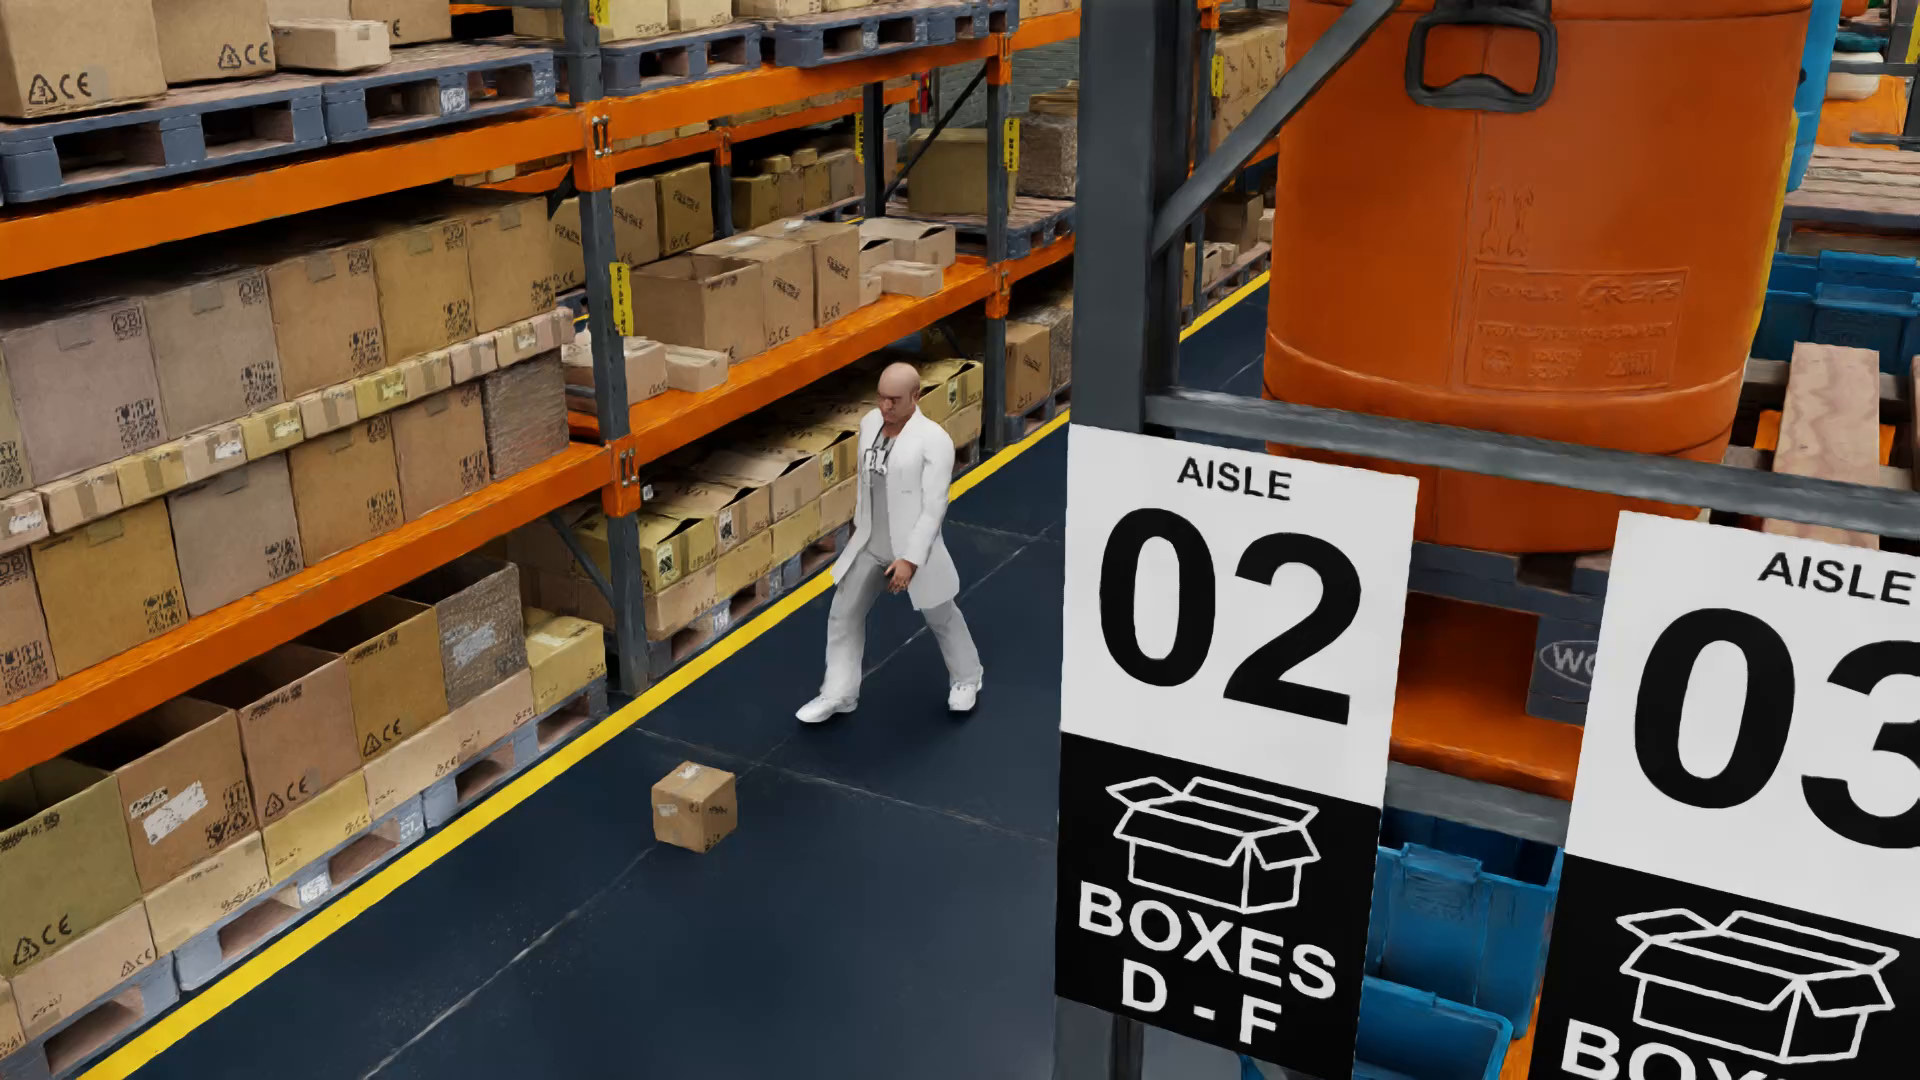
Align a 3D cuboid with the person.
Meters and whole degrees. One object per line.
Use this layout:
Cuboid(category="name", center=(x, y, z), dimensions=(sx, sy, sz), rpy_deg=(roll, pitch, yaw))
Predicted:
Cuboid(category="person", center=(-0.289, 0.016, 7.607), dimensions=(0.623, 1.743, 0.866), rpy_deg=(16, 27, 33))
